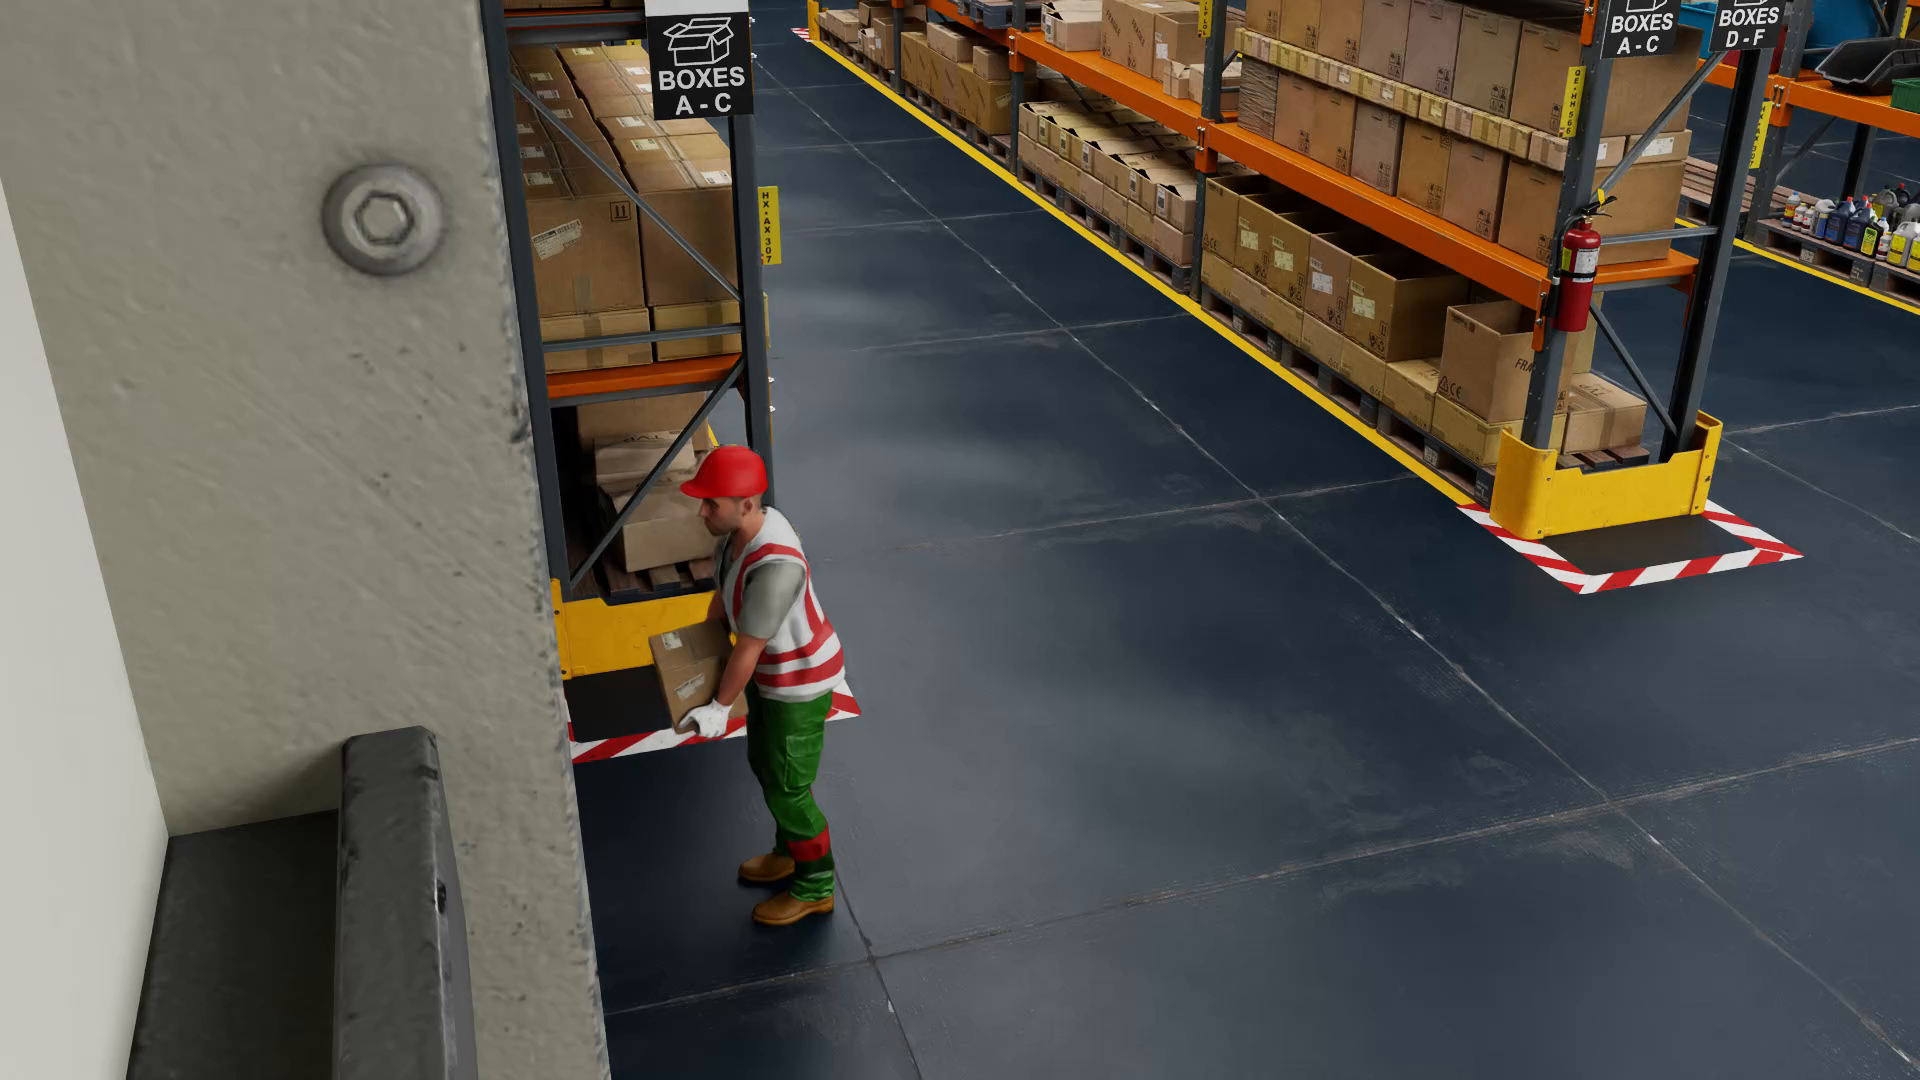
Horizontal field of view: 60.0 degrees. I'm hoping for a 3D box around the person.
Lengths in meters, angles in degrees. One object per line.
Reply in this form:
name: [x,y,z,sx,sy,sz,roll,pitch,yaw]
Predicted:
person: [-0.684,0.496,5.605,0.583,1.760,0.491,-9,27,-17]
